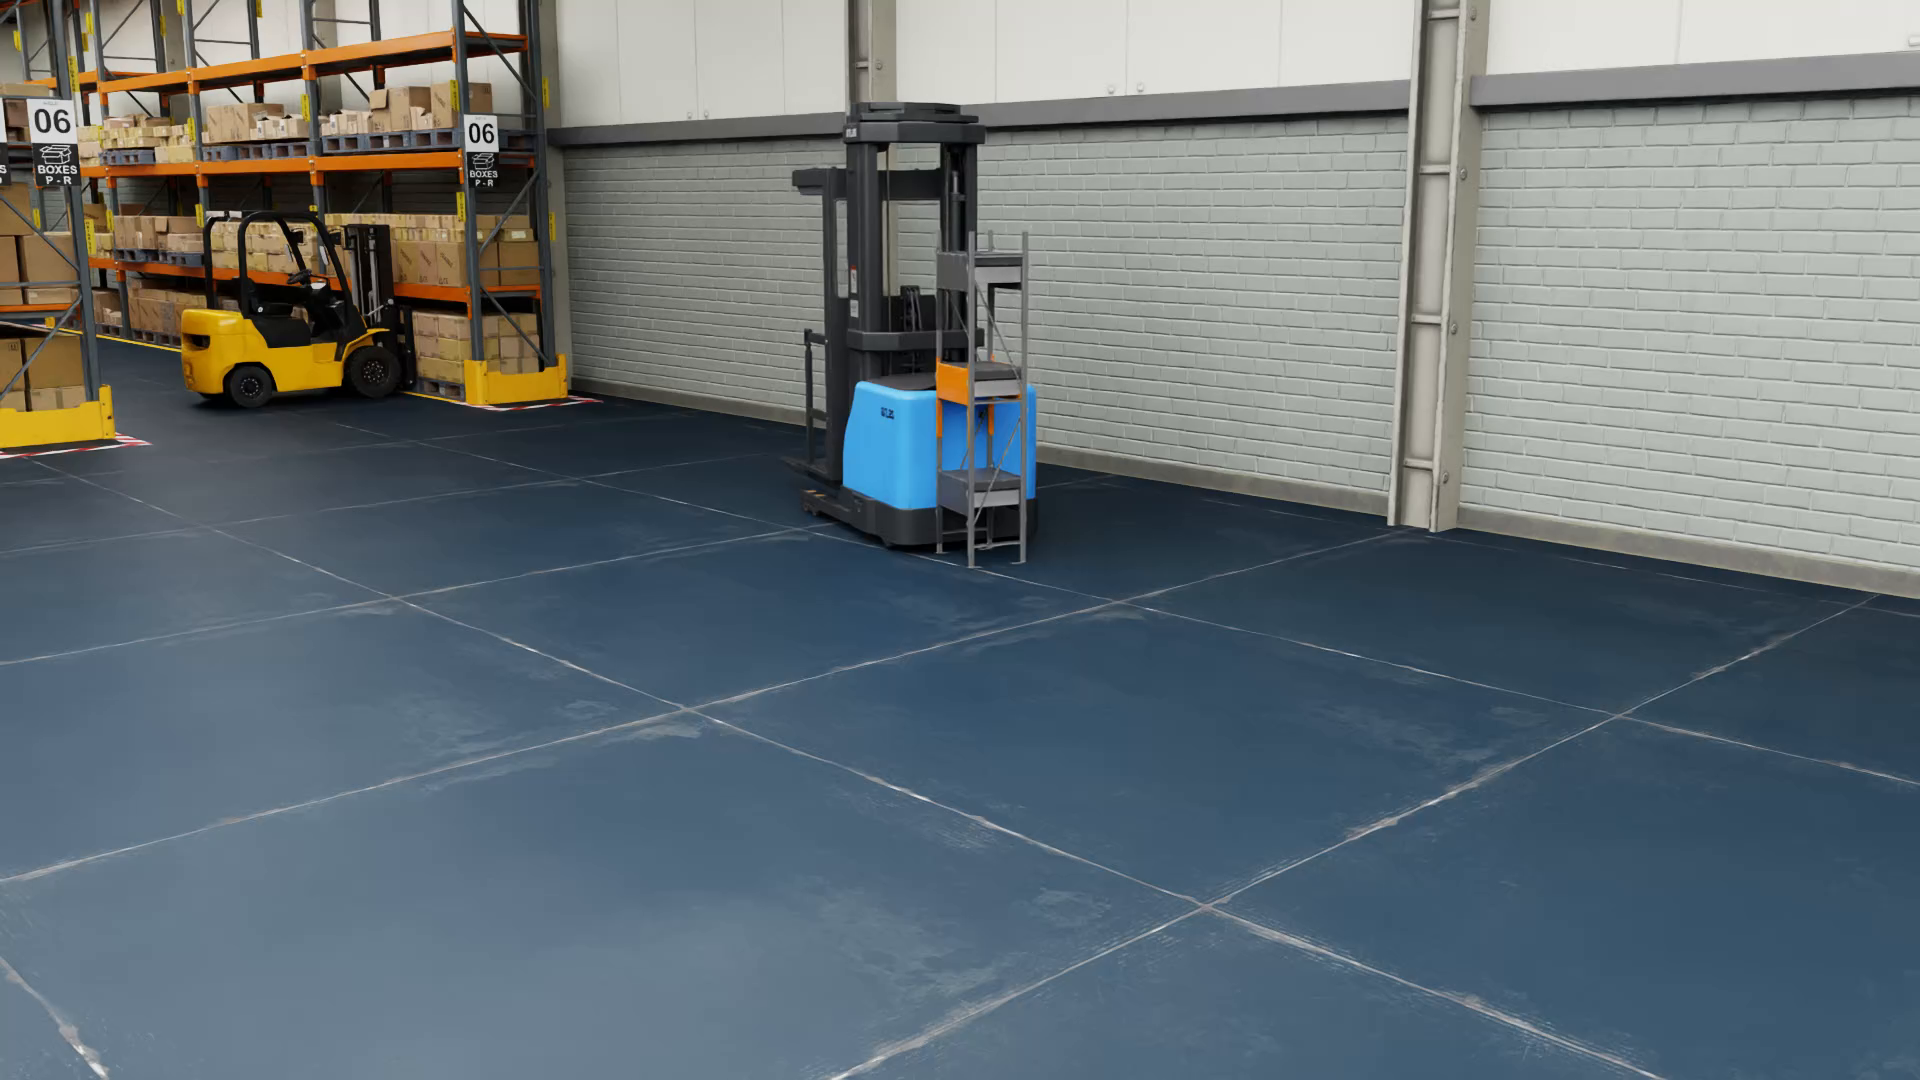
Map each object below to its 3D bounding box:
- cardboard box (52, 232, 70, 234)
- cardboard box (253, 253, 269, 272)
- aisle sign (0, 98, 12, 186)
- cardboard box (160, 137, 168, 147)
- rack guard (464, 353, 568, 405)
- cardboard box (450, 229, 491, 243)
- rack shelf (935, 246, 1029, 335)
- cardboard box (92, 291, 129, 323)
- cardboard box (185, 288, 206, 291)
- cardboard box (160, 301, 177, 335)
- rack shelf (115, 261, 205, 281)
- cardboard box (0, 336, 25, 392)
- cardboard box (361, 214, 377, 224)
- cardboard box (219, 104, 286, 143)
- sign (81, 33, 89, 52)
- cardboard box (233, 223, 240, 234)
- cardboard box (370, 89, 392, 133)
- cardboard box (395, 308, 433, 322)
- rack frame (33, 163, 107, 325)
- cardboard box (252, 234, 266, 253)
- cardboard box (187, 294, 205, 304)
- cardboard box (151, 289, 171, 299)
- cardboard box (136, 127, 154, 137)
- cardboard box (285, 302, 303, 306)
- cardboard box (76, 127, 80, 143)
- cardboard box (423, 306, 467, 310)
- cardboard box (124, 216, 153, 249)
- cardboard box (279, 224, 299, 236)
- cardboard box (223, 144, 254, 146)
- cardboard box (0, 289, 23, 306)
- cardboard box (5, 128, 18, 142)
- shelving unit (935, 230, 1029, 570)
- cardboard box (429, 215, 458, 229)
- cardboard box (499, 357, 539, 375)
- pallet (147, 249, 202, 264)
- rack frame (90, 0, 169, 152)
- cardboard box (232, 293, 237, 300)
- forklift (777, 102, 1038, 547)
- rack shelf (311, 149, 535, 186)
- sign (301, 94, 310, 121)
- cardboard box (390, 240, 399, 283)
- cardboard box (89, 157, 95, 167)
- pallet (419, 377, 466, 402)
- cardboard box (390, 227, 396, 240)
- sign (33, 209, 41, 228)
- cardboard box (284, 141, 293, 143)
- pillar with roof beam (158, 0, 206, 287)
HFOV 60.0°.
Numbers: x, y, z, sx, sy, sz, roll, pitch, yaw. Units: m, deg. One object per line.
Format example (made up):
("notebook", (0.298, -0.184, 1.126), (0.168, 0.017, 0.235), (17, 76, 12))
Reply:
("cardboard box", (-15.728, -5.326, 29.464), (0.500, 0.250, 0.500), (-11, 16, -42))
("cardboard box", (-9.479, -3.867, 23.119), (0.500, 0.250, 0.500), (-10, 15, -41))
("aisle sign", (-8.900, -3.628, 15.143), (0.394, 0.787, 0.004), (-11, 16, -43))
("cardboard box", (-11.959, -6.064, 25.362), (0.380, 0.149, 0.250), (-10, 15, -41))
("rack guard", (-5.129, -1.868, 19.240), (1.175, 0.500, 0.348), (-11, 16, -43))
("cardboard box", (-5.588, -3.474, 18.986), (0.380, 0.149, 0.250), (-11, 16, -42))
("rack shelf", (0.134, -1.576, 10.456), (0.431, 0.518, 0.480), (-5, 13, -24))
("cardboard box", (-14.562, -4.028, 28.684), (0.500, 0.500, 0.700), (11, 16, 43))
("cardboard box", (-12.263, -3.980, 26.840), (0.380, 0.149, 0.250), (-10, 16, -41))
("cardboard box", (-12.191, -3.500, 26.122), (0.500, 0.500, 0.500), (11, 16, 43))
("rack shelf", (-12.051, -4.203, 26.162), (1.077, 0.370, 4.000), (-11, 16, -43))
("cardboard box", (-9.475, -1.711, 16.196), (0.500, 0.500, 0.500), (-11, 16, -42))
("cardboard box", (-7.171, -3.957, 20.590), (0.380, 0.149, 0.250), (-11, 16, -43))
("cardboard box", (-9.925, -5.837, 23.339), (0.700, 0.500, 0.500), (-11, 16, -44))
("sign", (-15.779, -8.979, 29.985), (0.100, 0.325, 0.005), (-11, 16, -43))
("cardboard box", (-10.092, -4.434, 23.642), (0.380, 0.149, 0.250), (-11, 16, -42))
("cardboard box", (-6.639, -5.155, 20.022), (0.797, 0.503, 0.637), (-10, 15, -41))
("cardboard box", (-6.746, -2.689, 20.327), (0.500, 0.250, 0.500), (-11, 16, -44))
("rack frame", (-16.195, -5.431, 30.339), (1.000, 3.000, 0.127), (-11, 16, -43))
("cardboard box", (-9.476, -4.113, 23.074), (0.500, 0.250, 0.500), (-11, 16, -42))
("cardboard box", (-11.555, -3.680, 25.384), (0.250, 0.149, 0.380), (11, 16, 43))
("cardboard box", (-12.745, -3.953, 26.713), (0.380, 0.149, 0.250), (-11, 16, -44))
("cardboard box", (-12.437, -6.272, 25.586), (0.380, 0.149, 0.250), (-11, 16, -42))
("cardboard box", (-9.327, -3.021, 23.484), (0.625, 0.625, 0.875), (11, 16, 43))
("cardboard box", (-14.656, -6.822, 28.051), (0.500, 0.250, 0.500), (-11, 16, -42))
("cardboard box", (-6.375, -2.764, 20.688), (0.500, 0.250, 0.500), (-11, 16, -44))
("cardboard box", (-12.903, -4.925, 26.592), (0.700, 0.500, 0.500), (-11, 16, -42))
("cardboard box", (-8.904, -4.163, 22.331), (0.250, 0.149, 0.380), (11, 16, 43))
("cardboard box", (-10.750, -5.941, 24.765), (0.380, 0.149, 0.250), (-11, 16, -42))
("cardboard box", (-9.146, -2.305, 15.791), (0.380, 0.149, 0.250), (-10, 15, -41))
("cardboard box", (-8.973, -3.869, 15.948), (0.250, 0.149, 0.380), (11, 16, 43))
("shelving unit", (0.134, -0.904, 10.594), (0.431, 2.100, 0.503), (-5, 13, -24))
("cardboard box", (-5.938, -3.697, 19.332), (0.380, 0.149, 0.250), (-10, 16, -41))
("cardboard box", (-5.343, -2.054, 19.720), (0.500, 0.250, 0.500), (-11, 16, -42))
("pallet", (-12.017, -4.453, 26.066), (1.003, 0.211, 1.213), (-11, 16, -43))
("rack frame", (-13.433, -7.786, 26.900), (1.000, 3.000, 0.127), (-11, 16, -43))
("cardboard box", (-10.969, -3.725, 25.603), (0.380, 0.149, 0.250), (-10, 15, -41))
("forklift", (-0.551, -1.643, 12.121), (1.130, 2.935, 3.031), (-5, 13, -24))
("rack shelf", (-6.527, -4.505, 20.192), (1.077, 0.370, 4.000), (-11, 16, -43))
("sign", (-8.294, -5.479, 21.078), (0.100, 0.325, 0.005), (-11, 16, -43))
("cardboard box", (-6.736, -3.404, 20.251), (0.500, 0.500, 0.500), (-11, 16, -42))
("cardboard box", (-14.240, -6.281, 27.655), (0.380, 0.149, 0.250), (-10, 15, -41))
("pallet", (-5.704, -1.836, 19.800), (1.003, 0.211, 1.213), (-11, 16, -43))
("cardboard box", (-6.825, -3.735, 20.251), (0.380, 0.149, 0.250), (-11, 16, -44))
("sign", (-16.587, -5.779, 29.885), (0.100, 0.325, 0.005), (-11, 16, -43))
("cardboard box", (-9.378, -5.663, 23.322), (0.380, 0.166, 0.250), (-11, 16, -43))
("pillar with roof beam", (-16.375, -7.413, 25.091), (9.100, 9.000, 0.400), (-11, 16, -43))
